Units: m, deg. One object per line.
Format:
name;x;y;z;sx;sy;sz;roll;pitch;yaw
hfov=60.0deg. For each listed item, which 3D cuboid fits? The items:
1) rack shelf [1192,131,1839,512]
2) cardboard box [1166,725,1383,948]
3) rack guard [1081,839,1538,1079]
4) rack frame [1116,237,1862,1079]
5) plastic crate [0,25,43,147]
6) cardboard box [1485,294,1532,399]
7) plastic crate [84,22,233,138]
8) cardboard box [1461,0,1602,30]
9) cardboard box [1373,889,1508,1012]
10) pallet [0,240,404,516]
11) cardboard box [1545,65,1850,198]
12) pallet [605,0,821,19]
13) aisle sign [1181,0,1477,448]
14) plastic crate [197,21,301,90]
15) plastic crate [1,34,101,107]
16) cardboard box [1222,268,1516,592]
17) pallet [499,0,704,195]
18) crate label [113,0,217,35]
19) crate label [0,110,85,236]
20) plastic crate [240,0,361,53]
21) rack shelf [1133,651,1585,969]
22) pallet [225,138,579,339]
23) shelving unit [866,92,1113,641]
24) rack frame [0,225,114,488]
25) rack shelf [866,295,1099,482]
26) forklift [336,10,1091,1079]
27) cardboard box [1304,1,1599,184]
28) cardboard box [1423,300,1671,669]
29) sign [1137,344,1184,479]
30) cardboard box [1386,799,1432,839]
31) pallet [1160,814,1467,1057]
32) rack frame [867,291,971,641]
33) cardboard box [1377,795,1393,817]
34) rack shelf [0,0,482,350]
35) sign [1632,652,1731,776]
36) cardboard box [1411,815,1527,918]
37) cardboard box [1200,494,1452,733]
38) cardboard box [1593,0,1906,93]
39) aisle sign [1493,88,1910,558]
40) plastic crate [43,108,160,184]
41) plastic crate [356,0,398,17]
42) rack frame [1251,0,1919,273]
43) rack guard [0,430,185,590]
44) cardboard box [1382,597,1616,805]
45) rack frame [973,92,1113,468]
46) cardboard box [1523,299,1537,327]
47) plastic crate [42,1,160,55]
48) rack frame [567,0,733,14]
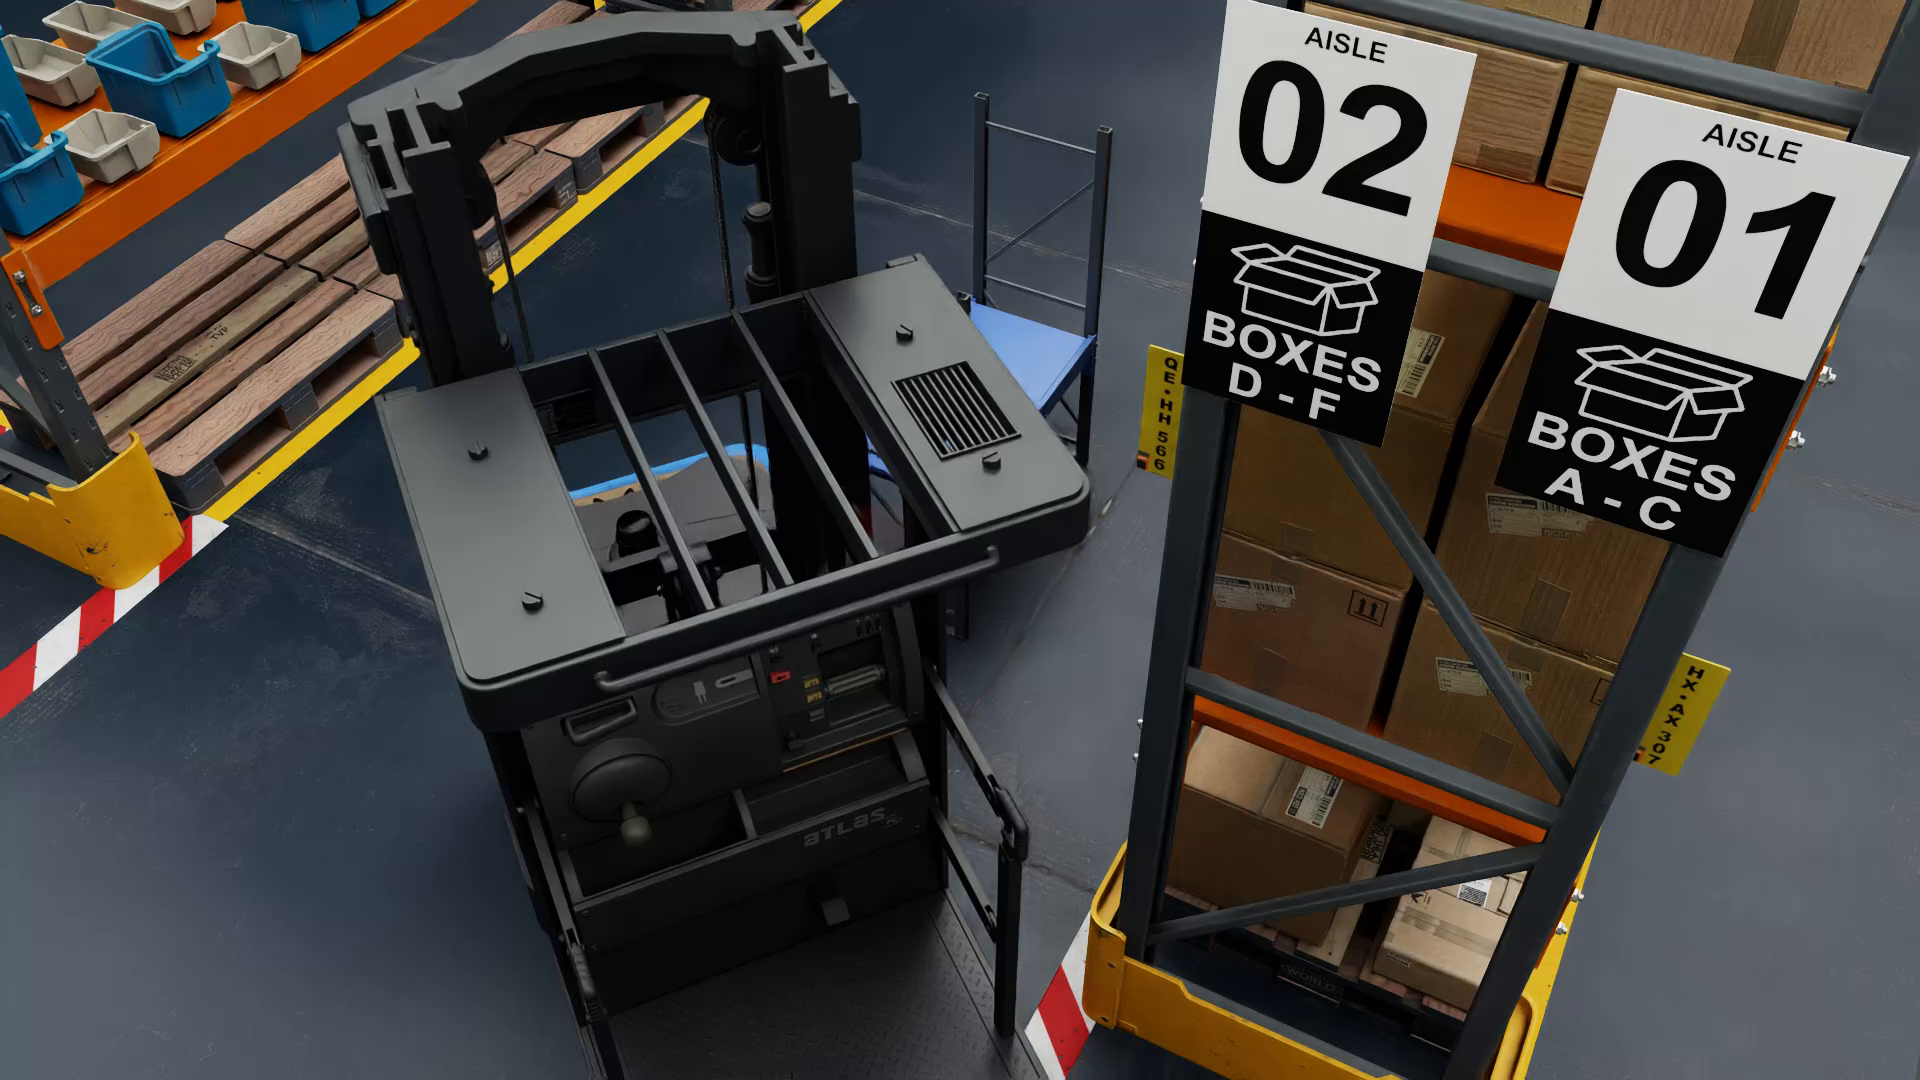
rack shelf;1.826;-1.599;4.118;1.077;0.370;4.000;20;49;19
cardboard box;0.932;0.763;4.835;0.500;0.500;0.500;20;49;19
rack guard;0.933;1.293;4.620;1.175;0.500;0.348;20;49;19
rack frame;0.897;0.462;3.684;1.000;3.000;0.127;20;49;19
plastic crate;-3.498;-1.481;5.538;0.616;0.435;0.499;20;49;19
cardboard box;1.094;-0.614;3.974;0.500;0.500;0.500;22;49;20
plastic crate;-2.776;-1.599;5.797;0.416;0.233;0.300;20;49;19
cardboard box;0.910;-1.123;2.896;0.500;0.250;0.500;20;49;19
cardboard box;1.396;1.160;4.690;0.380;0.149;0.250;20;49;19
pallet;-3.071;-0.702;6.795;1.003;0.211;1.213;20;49;19
cardboard box;1.361;-0.779;2.907;0.500;0.250;0.500;20;49;19
pallet;-1.236;-3.187;9.252;1.003;0.211;1.213;20;49;19
aisle sign;0.594;-0.510;2.817;0.394;0.787;0.004;20;49;19
plastic crate;-2.545;-1.753;6.016;0.250;0.136;0.298;20;49;19
plastic crate;-3.270;-1.677;5.942;0.396;0.136;0.243;20;49;19
cardboard box;0.860;-0.295;3.660;0.500;0.500;0.500;20;49;19
pallet;-1.938;-2.239;8.314;1.003;0.211;1.213;20;49;19
crate label;-3.015;-2.039;6.299;0.396;0.136;0.243;20;49;19
crate label;-3.082;-1.184;5.387;0.416;0.233;0.303;20;49;19
plastic crate;-2.471;-2.014;6.207;0.416;0.233;0.300;20;49;19
rack shelf;1.826;-0.545;5.185;1.077;0.370;4.000;20;49;19
pallet;-2.504;-1.468;7.552;1.003;0.211;1.213;20;49;19
shelving unit;0.040;-0.581;5.770;0.538;1.500;1.048;20;49;19
rack frame;-3.488;-1.175;5.303;1.000;3.000;0.127;20;49;19
rack shelf;0.040;-0.455;5.898;0.538;0.185;1.000;20;49;19
forklift;-0.443;0.503;3.692;1.130;2.935;3.031;-18;48;-17
cardboard box;0.902;-0.950;3.076;0.500;0.250;0.500;20;49;19
cardboard box;1.337;-0.117;3.483;0.500;0.500;0.500;22;49;20
sign;0.415;-0.252;3.353;0.100;0.325;0.005;20;49;19
cardboard box;1.633;0.710;5.063;0.500;0.250;0.500;20;49;19
pallet;1.302;0.892;5.220;1.003;0.211;1.213;20;49;19
rack frame;-0.196;-0.261;5.453;0.500;1.500;0.032;20;49;19
cardboard box;1.199;0.654;5.177;0.380;0.166;0.250;20;49;19
rack shelf;-2.560;-2.182;6.804;1.077;0.370;4.000;20;49;19
sign;1.378;0.337;3.199;0.100;0.325;0.005;20;49;19
cardboard box;1.512;0.996;4.839;0.380;0.166;0.250;20;49;19
cardboard box;0.864;0.055;4.016;0.500;0.500;0.500;22;49;20
cardboard box;1.366;-0.953;2.728;0.500;0.250;0.500;20;49;19
aisle sign;1.126;-0.311;2.621;0.394;0.787;0.004;20;49;19
plastic crate;-2.860;-1.325;5.594;0.250;0.136;0.298;20;49;19
plastic crate;-2.332;-2.203;6.394;0.416;0.233;0.300;20;49;19
rack frame;0.897;-1.646;1.550;1.000;3.000;0.127;20;49;19
rack guard;-3.488;-0.277;6.173;1.175;0.500;0.348;20;49;19
cardboard box;1.337;0.235;3.839;0.500;0.500;0.500;21;49;20
rack frame;0.276;-0.901;6.086;0.500;1.500;0.032;20;49;19
cardboard box;1.573;-0.449;3.811;0.500;0.500;0.500;21;49;19
plastic crate;-3.123;-1.855;6.118;0.396;0.136;0.243;20;49;19
rack frame;-1.631;-3.695;7.793;1.000;3.000;0.127;20;49;19
